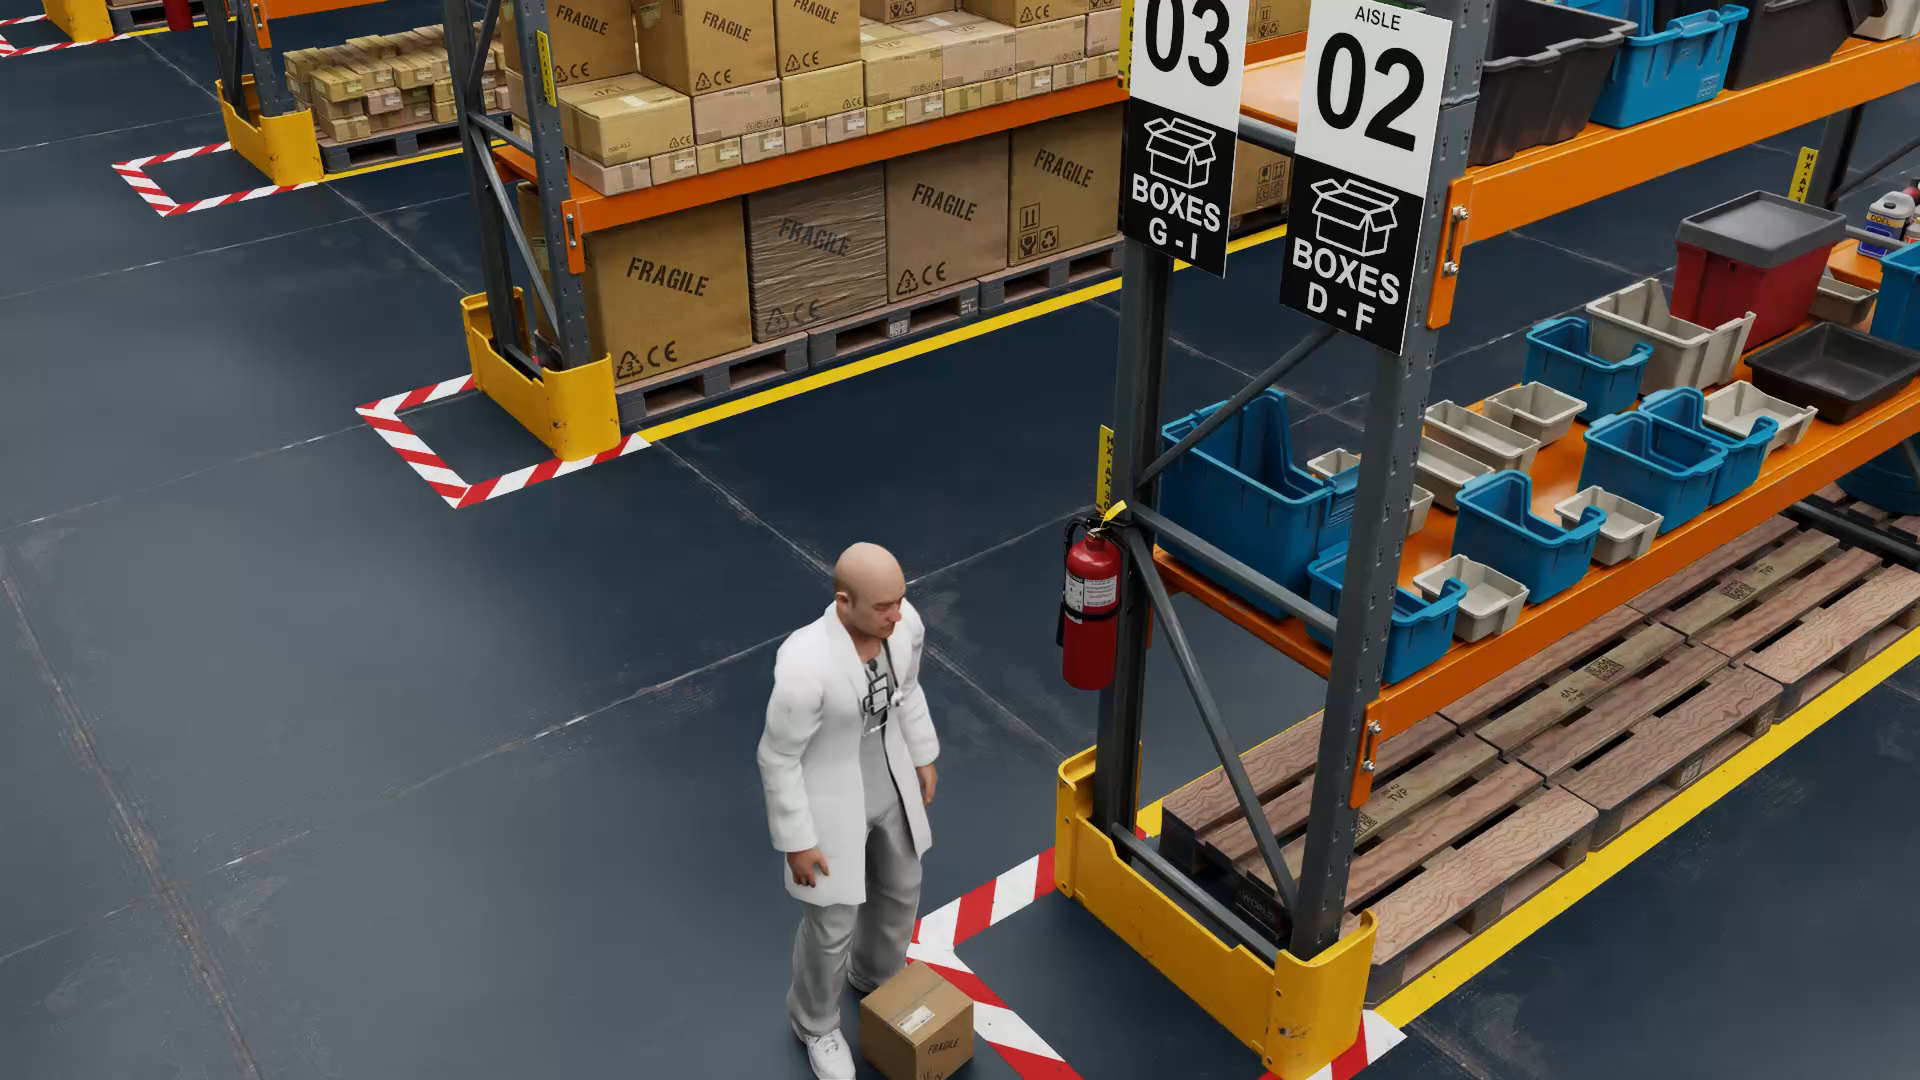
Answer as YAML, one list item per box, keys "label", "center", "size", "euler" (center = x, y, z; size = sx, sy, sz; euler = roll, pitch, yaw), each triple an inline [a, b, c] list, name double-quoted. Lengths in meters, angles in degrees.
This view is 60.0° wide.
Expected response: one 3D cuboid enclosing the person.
- label: "person"
  center: [-0.298, 0.768, 4.910]
  size: [0.428, 1.773, 0.651]
  euler: [26, 40, 35]
